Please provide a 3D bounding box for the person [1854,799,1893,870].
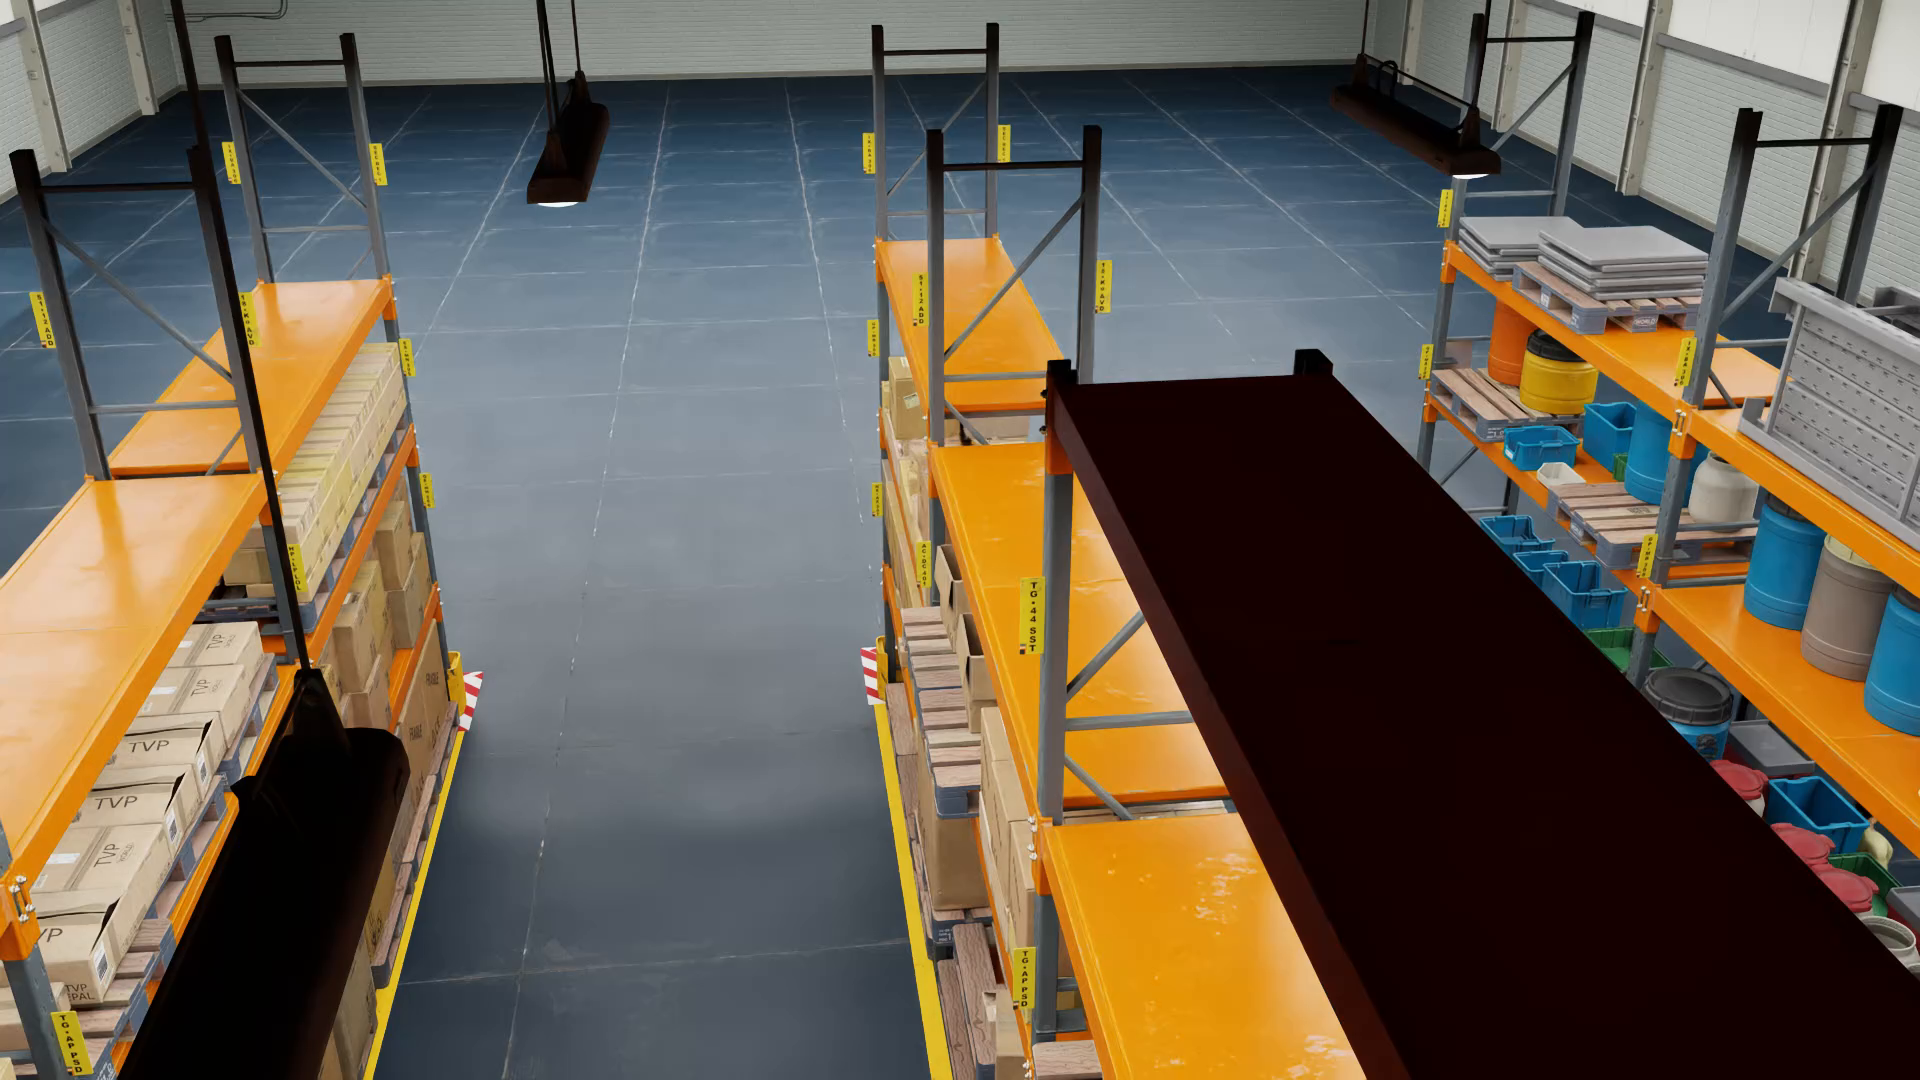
[{"bbox_3d":[6.233,2.417,11.471,0.874,1.634,0.465,-2,26,-4],"label":"person"}]
